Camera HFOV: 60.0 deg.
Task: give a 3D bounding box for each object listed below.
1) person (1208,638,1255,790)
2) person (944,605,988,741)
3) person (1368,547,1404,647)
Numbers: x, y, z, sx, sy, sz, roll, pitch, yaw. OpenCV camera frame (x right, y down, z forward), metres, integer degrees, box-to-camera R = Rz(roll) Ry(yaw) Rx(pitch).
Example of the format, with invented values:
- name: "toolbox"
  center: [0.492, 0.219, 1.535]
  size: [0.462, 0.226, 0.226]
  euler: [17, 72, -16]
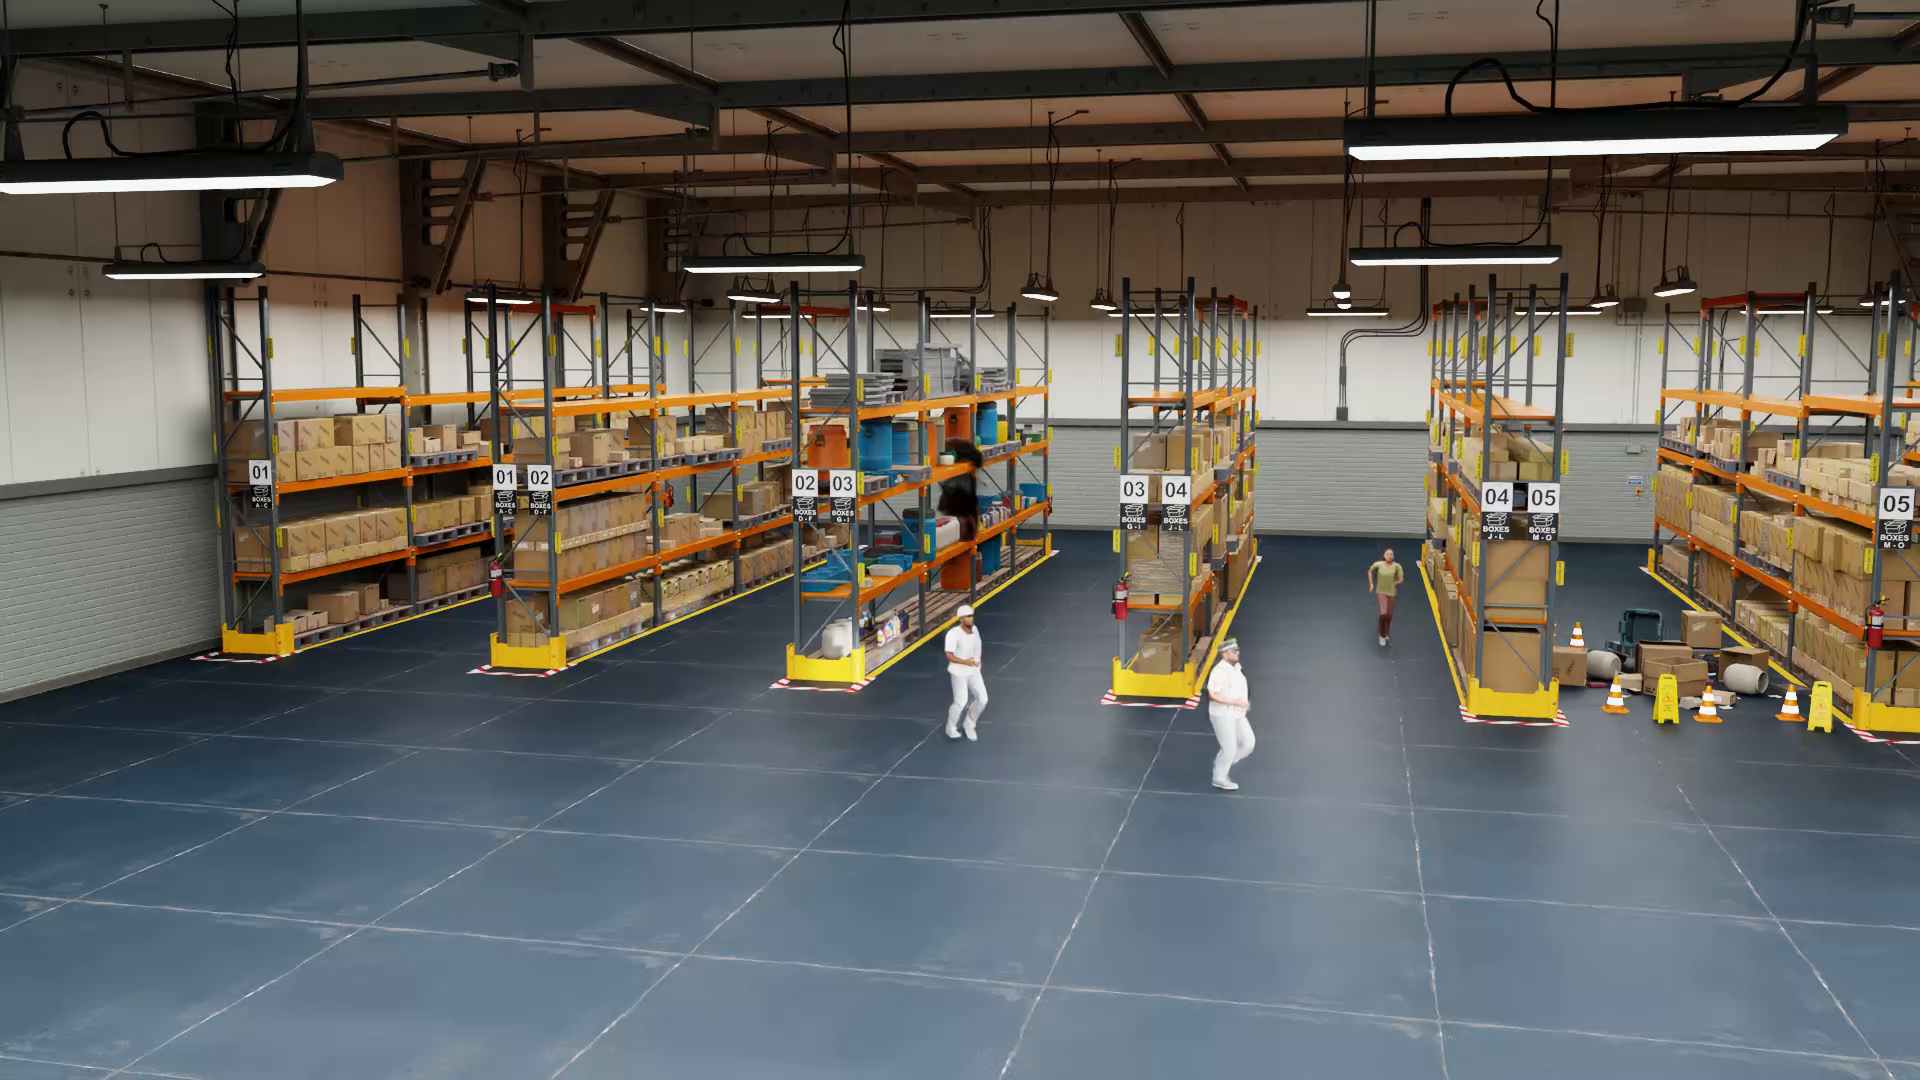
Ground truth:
- name: "person"
  center: [3.119, 1.971, 18.893]
  size: [0.577, 1.740, 0.672]
  euler: [6, 9, 40]
- name: "person"
  center: [0.102, 1.714, 21.209]
  size: [0.724, 1.789, 0.695]
  euler: [-6, 9, -42]
- name: "person"
  center: [7.211, 0.952, 28.116]
  size: [0.541, 1.684, 0.773]
  euler: [0, 7, 2]
